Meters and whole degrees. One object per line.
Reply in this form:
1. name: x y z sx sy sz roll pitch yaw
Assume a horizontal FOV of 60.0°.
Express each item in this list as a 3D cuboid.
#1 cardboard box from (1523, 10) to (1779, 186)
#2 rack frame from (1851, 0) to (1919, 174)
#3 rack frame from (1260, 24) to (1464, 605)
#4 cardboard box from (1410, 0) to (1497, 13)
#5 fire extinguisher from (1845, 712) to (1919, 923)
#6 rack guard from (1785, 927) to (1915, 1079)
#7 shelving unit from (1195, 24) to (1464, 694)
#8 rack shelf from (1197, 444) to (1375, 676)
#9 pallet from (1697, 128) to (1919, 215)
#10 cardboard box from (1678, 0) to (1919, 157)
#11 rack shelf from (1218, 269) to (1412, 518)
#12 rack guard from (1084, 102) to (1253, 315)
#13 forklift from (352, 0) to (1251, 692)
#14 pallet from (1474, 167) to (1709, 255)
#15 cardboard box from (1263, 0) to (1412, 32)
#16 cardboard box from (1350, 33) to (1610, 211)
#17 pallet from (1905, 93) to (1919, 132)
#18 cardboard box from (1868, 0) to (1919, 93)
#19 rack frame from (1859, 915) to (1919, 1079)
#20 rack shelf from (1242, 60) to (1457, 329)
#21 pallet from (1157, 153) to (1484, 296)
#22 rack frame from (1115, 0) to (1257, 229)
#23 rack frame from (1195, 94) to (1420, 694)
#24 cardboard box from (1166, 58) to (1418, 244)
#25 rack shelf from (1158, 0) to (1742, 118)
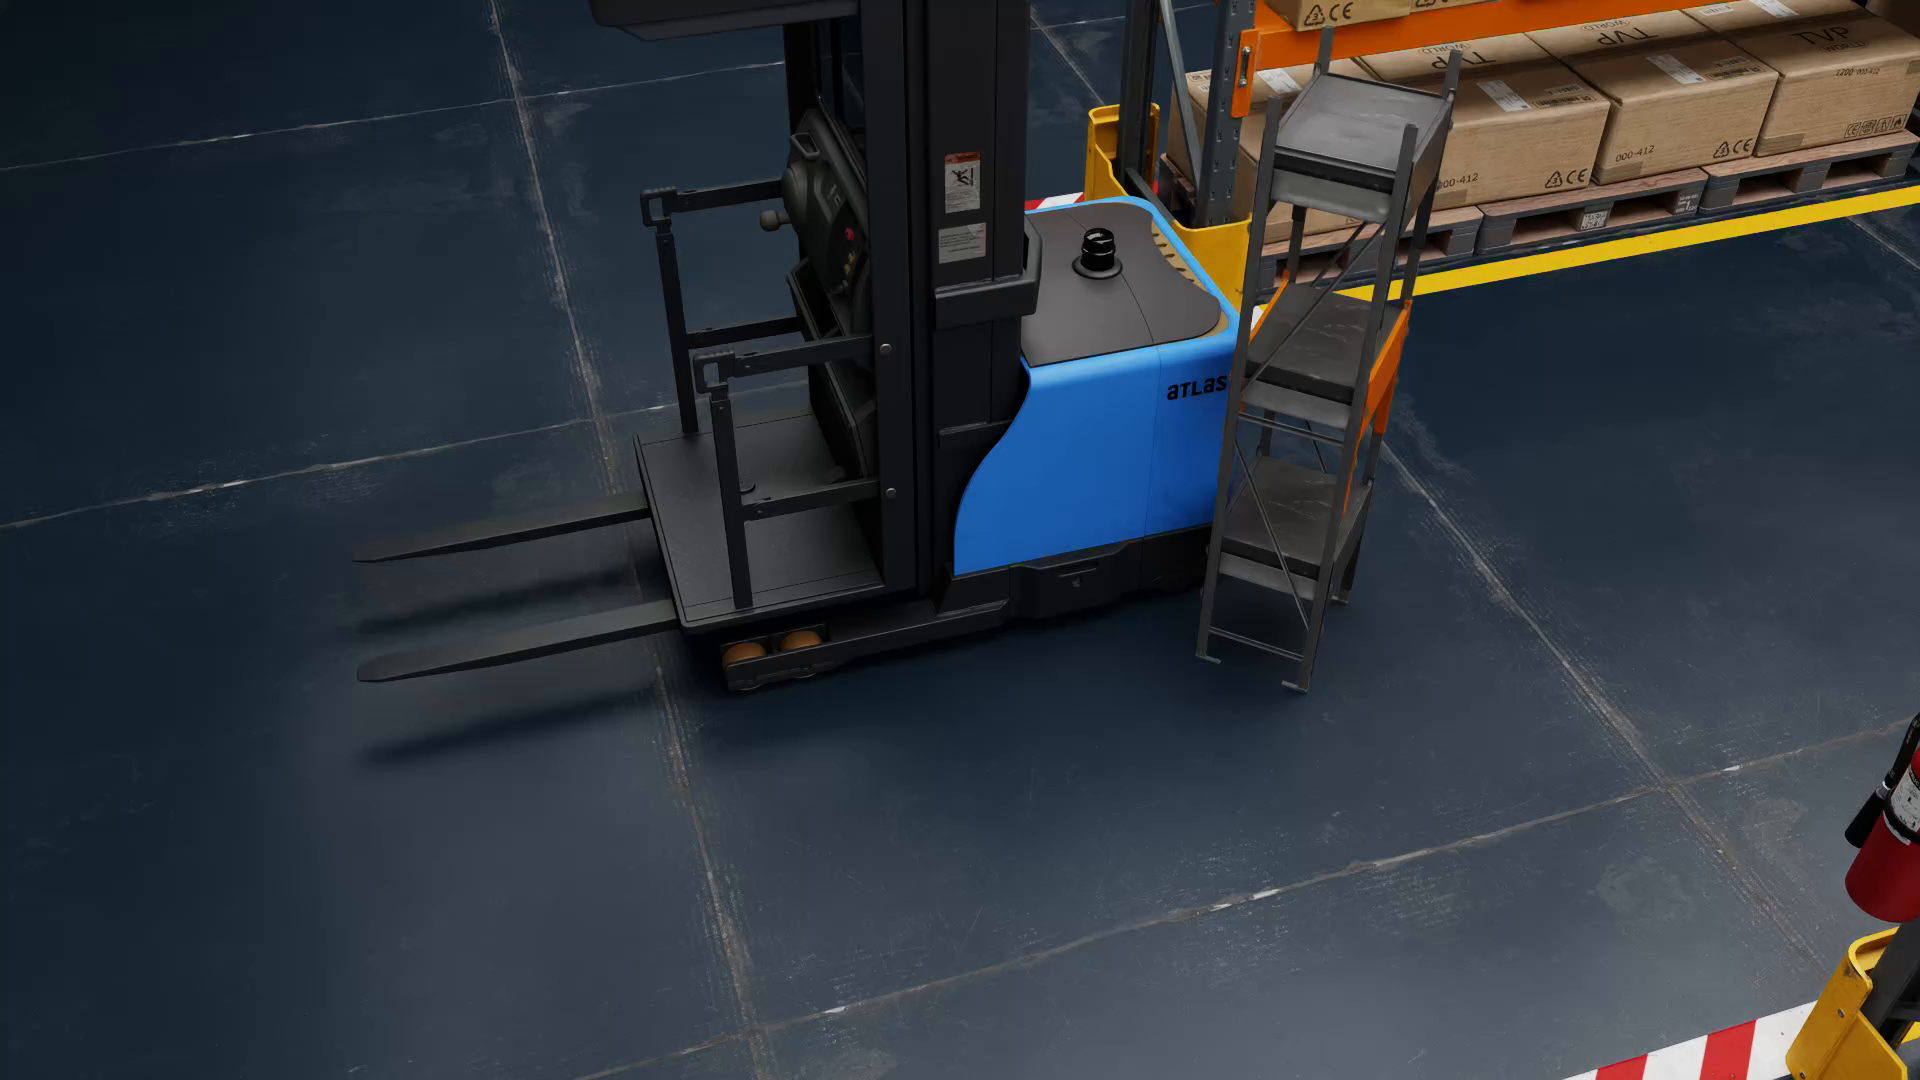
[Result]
1. cardboard box: 3.278 -2.193 8.109 0.875 0.438 0.875 -13 43 -14
2. rack frame: 4.763 -3.234 7.672 0.127 3.000 1.000 -12 42 -13
3. rack frame: 1.214 -0.618 5.362 0.400 2.100 0.015 18 44 19
4. cardboard box: 1.966 -2.513 6.771 0.500 0.500 0.500 -12 43 -14
5. fire extinguisher: 2.152 0.573 3.657 0.183 0.674 0.296 -12 42 -13
6. rack guard: 2.604 1.569 4.074 0.348 0.500 1.175 -12 42 -13
7. shelving unit: 1.107 -0.474 5.197 0.431 2.100 0.503 18 44 19
8. rack shelf: 1.107 0.063 5.666 0.431 0.518 0.480 18 44 19
9. pallet: 4.014 -2.083 8.473 1.213 0.211 1.003 -12 42 -13
10. cardboard box: 4.132 -2.370 8.312 0.875 0.438 0.875 -12 43 -14
11. rack shelf: 1.107 -0.464 5.206 0.431 0.518 0.480 18 44 19
12. rack guard: 0.925 -1.497 7.584 0.348 0.500 1.175 -12 42 -13
13. forklift: -0.602 -0.982 5.147 3.031 2.935 1.130 -11 42 -13
14. pallet: 2.848 -1.839 8.195 1.213 0.211 1.003 -12 42 -13
15. cardboard box: 1.492 -2.396 6.636 0.500 0.500 0.500 -12 43 -13
16. cardboard box: 2.418 -2.016 7.906 0.875 0.438 0.875 -11 42 -12
17. pallet: 5.476 -2.384 8.818 1.213 0.211 1.003 -12 42 -13
18. cardboard box: 5.330 -2.765 8.430 0.875 0.875 0.875 -10 42 -12
19. rack frame: 2.531 0.643 3.234 0.127 3.000 1.000 -12 42 -13
20. rack shelf: 1.107 -0.991 4.745 0.431 0.518 0.480 18 44 19
21. pallet: 1.687 -1.600 7.921 1.213 0.211 1.003 -12 42 -13
22. rack frame: 0.948 -2.443 6.767 0.127 3.000 1.000 -12 42 -13
23. rack frame: 1.000 -0.330 5.032 0.400 2.100 0.015 18 44 19
24. cardboard box: 1.547 -1.830 7.693 0.875 0.438 0.875 -13 43 -15
25. rack shelf: 2.855 -2.568 7.456 4.000 0.370 1.077 -12 42 -13
